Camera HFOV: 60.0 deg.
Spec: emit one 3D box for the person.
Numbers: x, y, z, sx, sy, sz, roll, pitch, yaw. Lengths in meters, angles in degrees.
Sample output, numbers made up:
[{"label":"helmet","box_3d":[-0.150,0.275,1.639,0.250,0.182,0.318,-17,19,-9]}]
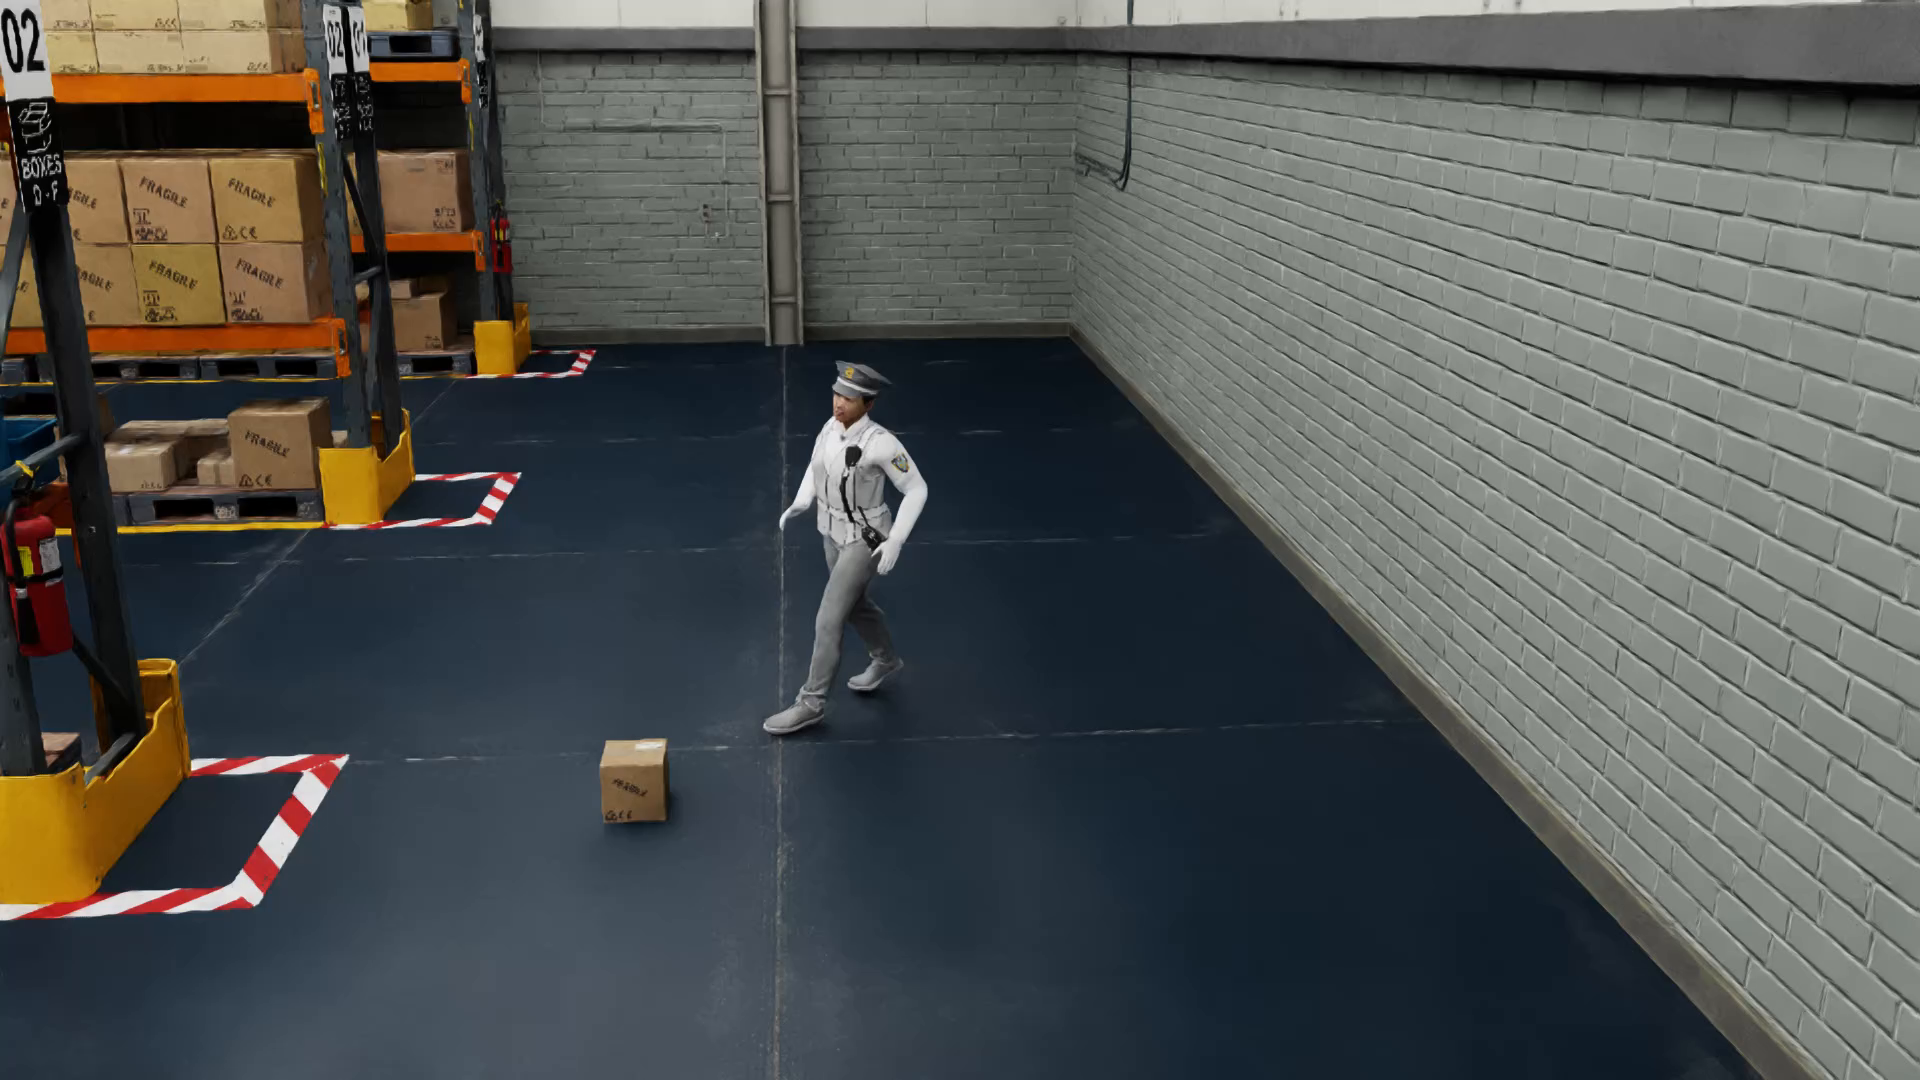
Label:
[{"label":"person","box_3d":[-0.491,0.013,7.394,0.838,1.664,0.664,-13,21,-36]}]
